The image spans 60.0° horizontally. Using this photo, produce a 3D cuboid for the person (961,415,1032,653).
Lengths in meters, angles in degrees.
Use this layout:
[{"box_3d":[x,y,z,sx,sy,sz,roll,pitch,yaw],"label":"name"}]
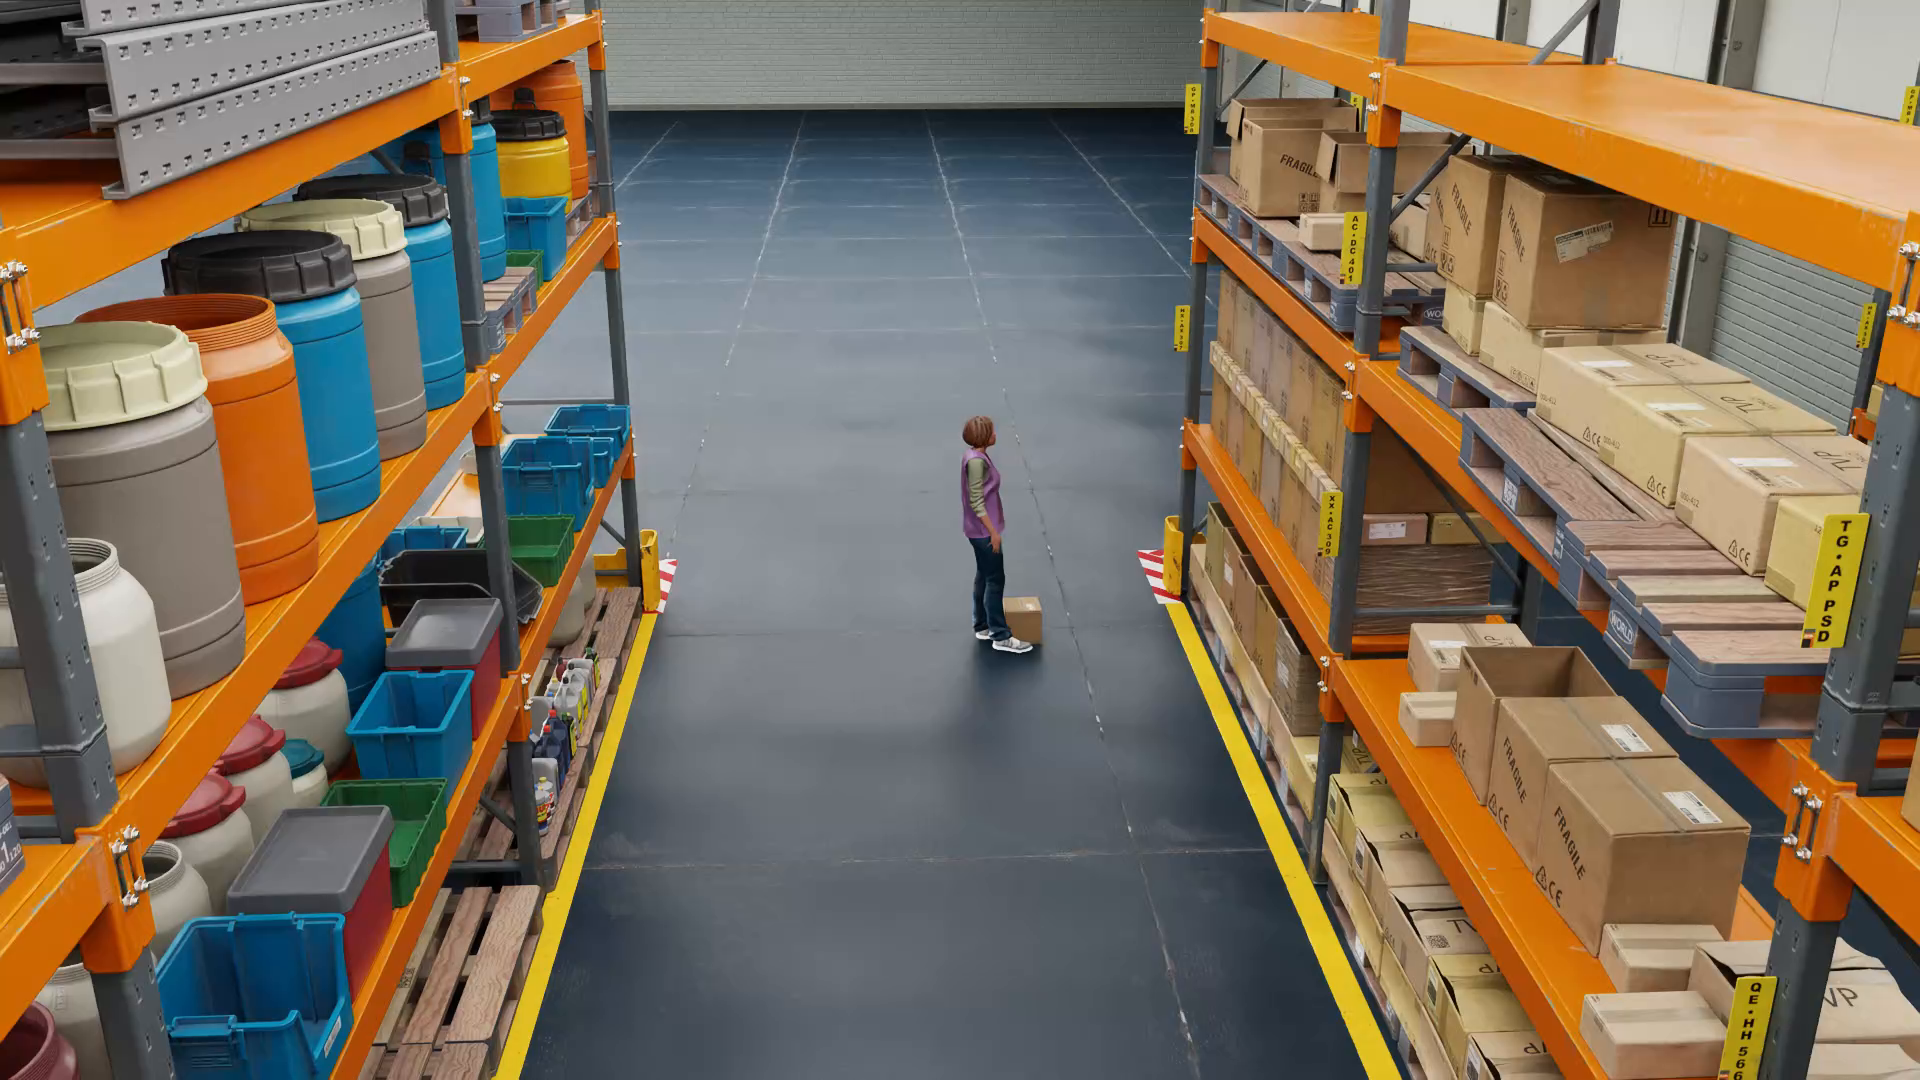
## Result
[{"box_3d":[0.244,-0.062,11.229,0.475,1.597,0.520,-1,21,-3],"label":"person"}]
